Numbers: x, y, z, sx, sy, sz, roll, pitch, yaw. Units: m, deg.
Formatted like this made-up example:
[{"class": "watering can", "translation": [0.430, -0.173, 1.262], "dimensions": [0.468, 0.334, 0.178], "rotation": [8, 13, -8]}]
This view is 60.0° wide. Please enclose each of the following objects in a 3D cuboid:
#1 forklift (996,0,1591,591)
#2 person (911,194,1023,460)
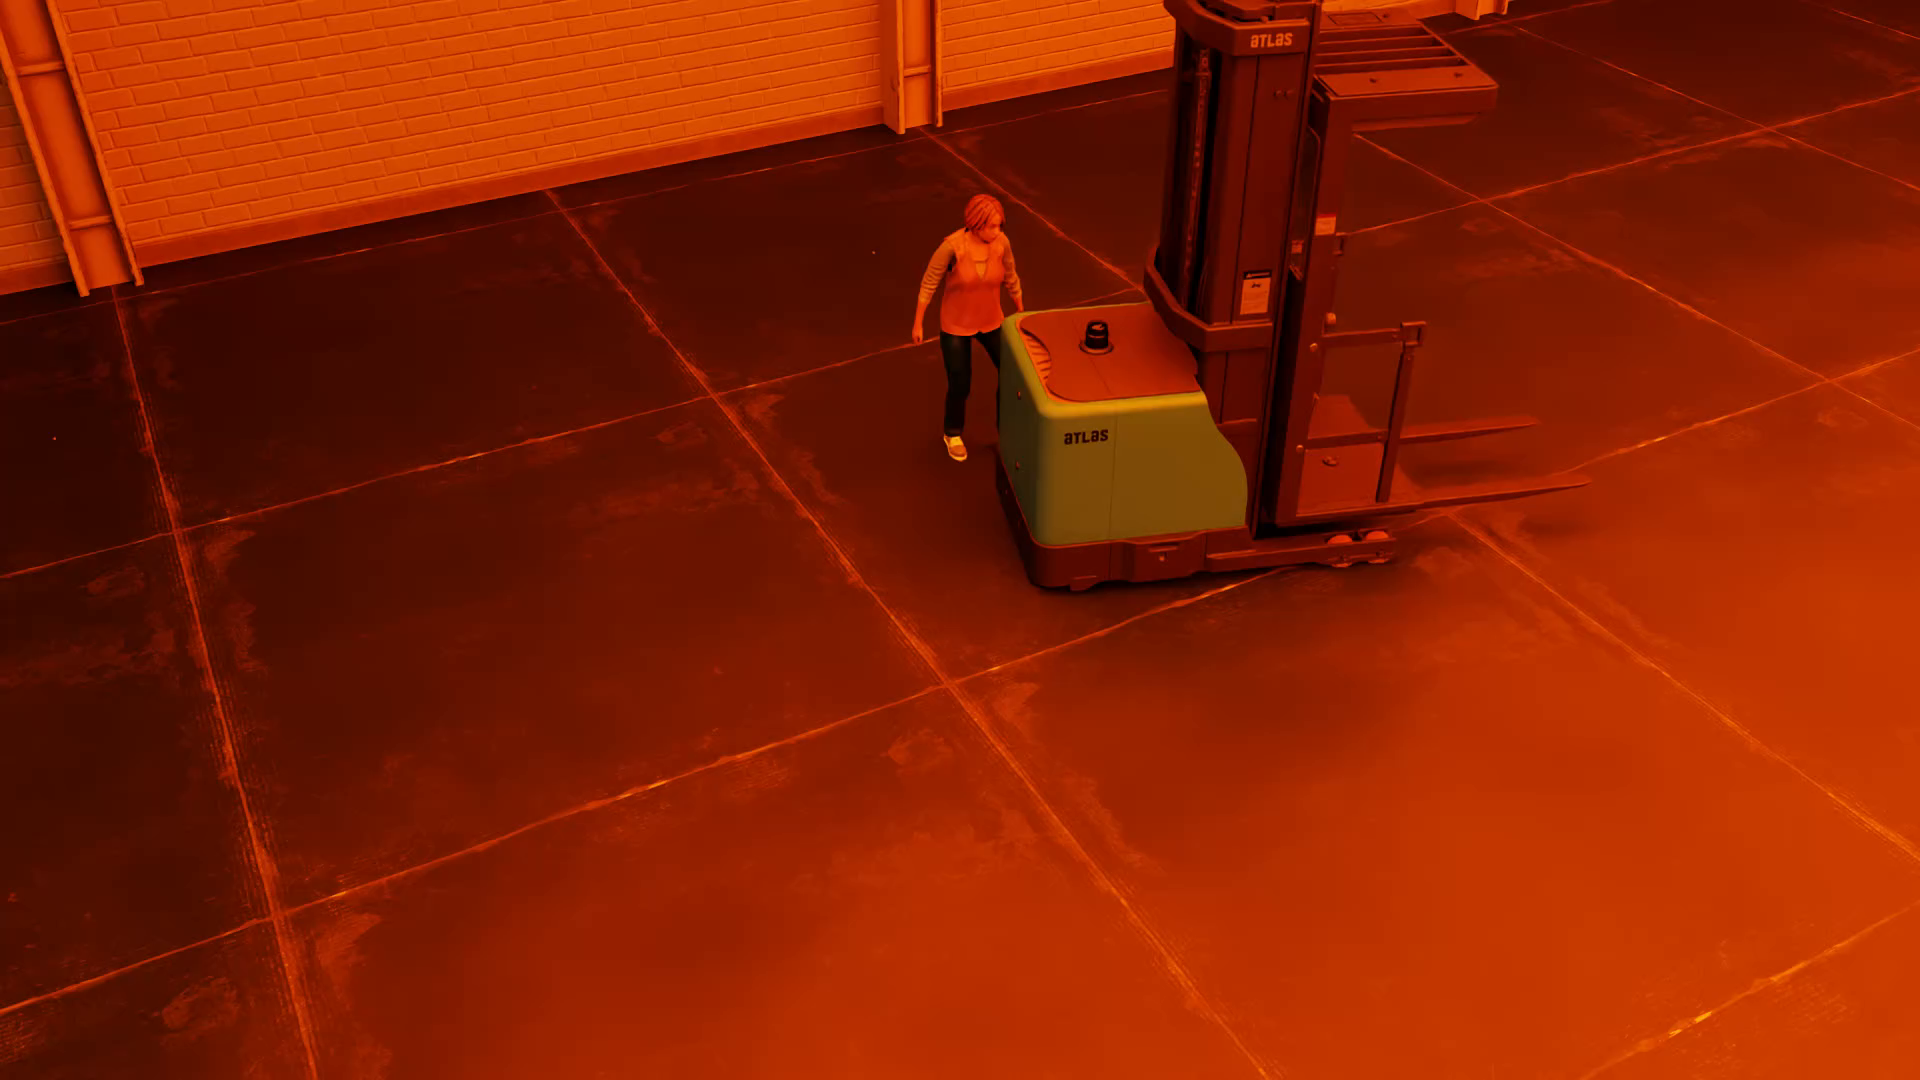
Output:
[{"class": "forklift", "translation": [1.760, -1.351, 8.034], "dimensions": [3.031, 2.935, 1.130], "rotation": [-6, 36, -8]}, {"class": "person", "translation": [0.107, -1.148, 8.941], "dimensions": [0.728, 1.570, 0.381], "rotation": [-12, 37, -16]}]
